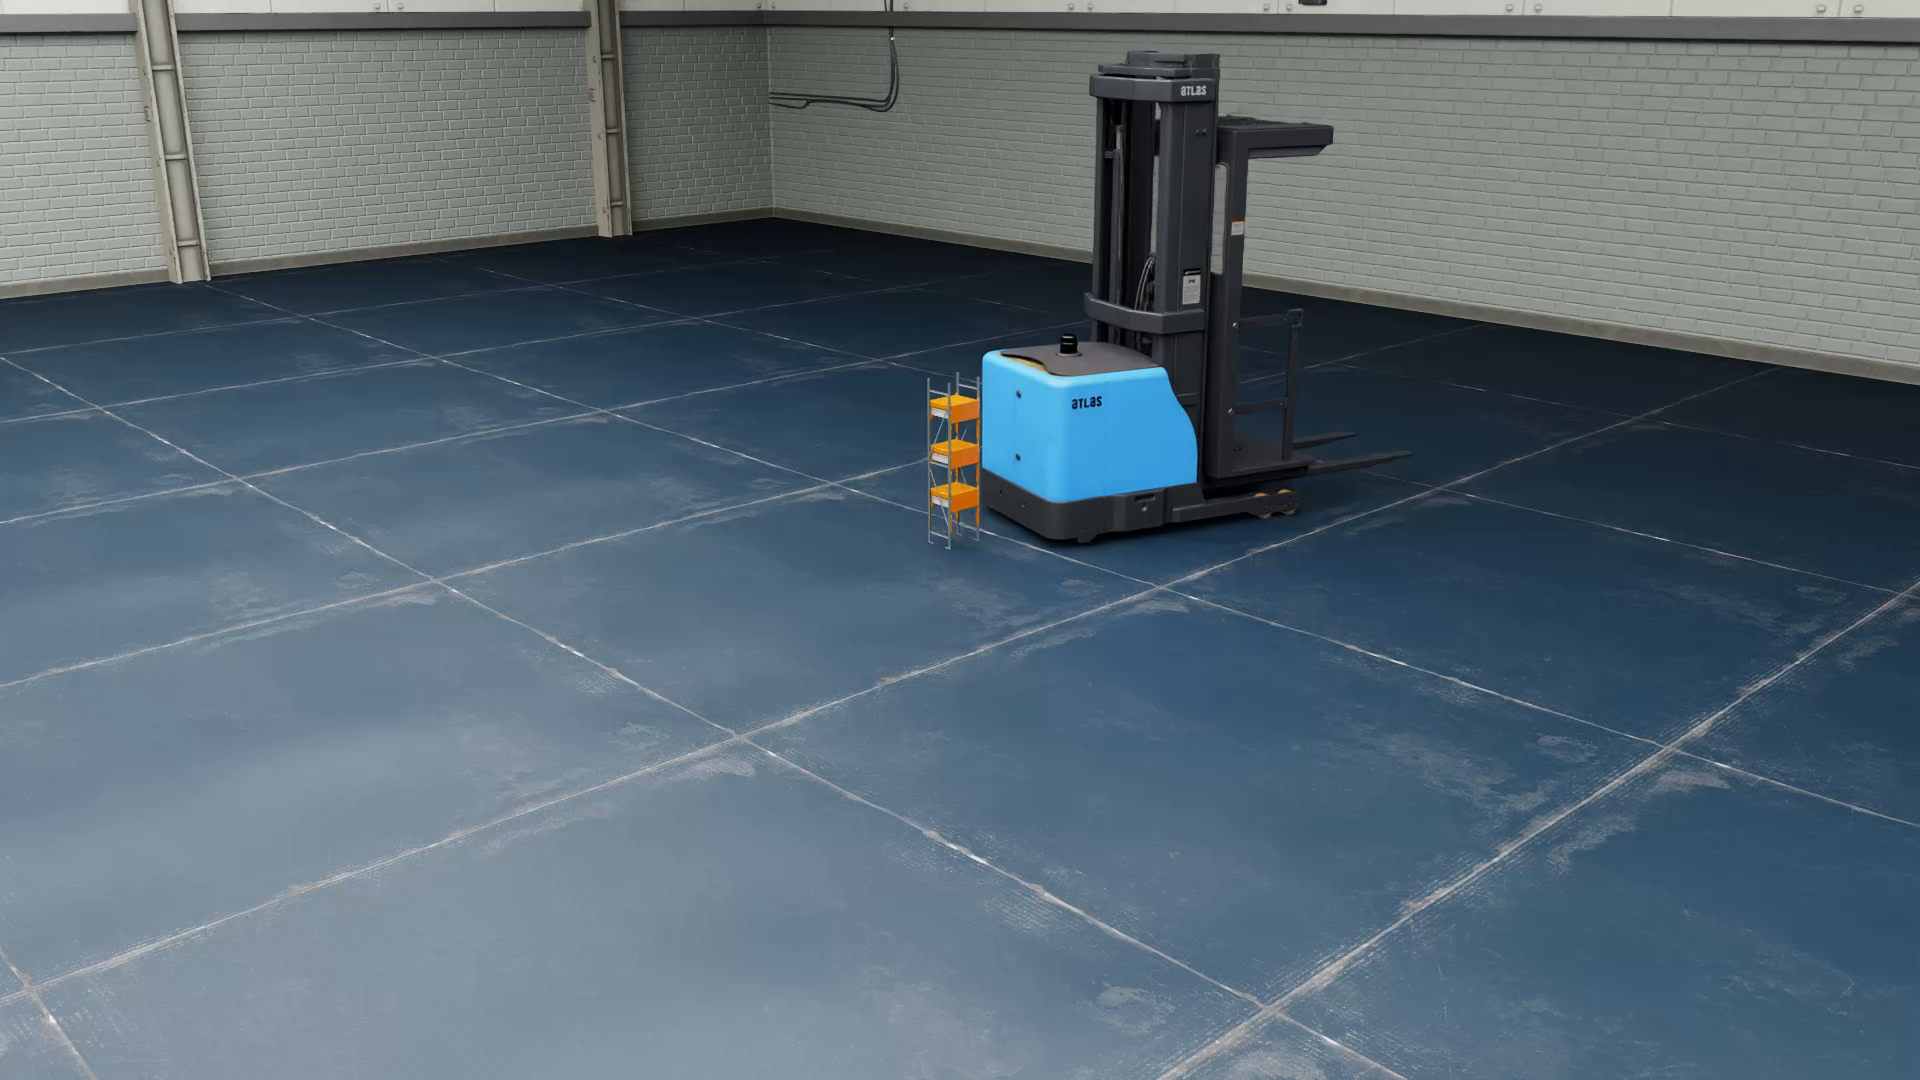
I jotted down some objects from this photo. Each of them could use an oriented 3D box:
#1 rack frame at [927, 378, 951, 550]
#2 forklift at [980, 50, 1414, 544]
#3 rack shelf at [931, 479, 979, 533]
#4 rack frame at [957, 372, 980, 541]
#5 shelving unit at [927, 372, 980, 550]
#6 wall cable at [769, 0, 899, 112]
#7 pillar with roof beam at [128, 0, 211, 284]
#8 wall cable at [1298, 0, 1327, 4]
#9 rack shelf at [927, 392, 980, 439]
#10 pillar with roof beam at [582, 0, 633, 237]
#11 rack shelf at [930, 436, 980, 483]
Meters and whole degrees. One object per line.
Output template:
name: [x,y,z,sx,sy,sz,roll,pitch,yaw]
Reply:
rack frame: [-0.128,-0.462,10.208,0.008,1.050,0.200,-16,24,-41]
forklift: [1.682,-1.670,10.884,3.031,2.935,1.130,-9,20,-26]
rack shelf: [-0.039,-0.214,10.377,0.240,0.259,0.215,-16,24,-41]
rack frame: [0.050,-0.514,10.368,0.008,1.050,0.200,-16,24,-41]
shelving unit: [-0.039,-0.488,10.288,0.252,1.050,0.215,-16,24,-41]
wall cable: [-1.956,-7.562,24.252,0.112,2.526,3.097,-16,24,-41]
pillar with roof beam: [-6.407,-6.475,15.865,0.400,9.000,9.100,-16,24,-41]
wall cable: [4.555,-8.526,16.677,0.169,6.003,2.305,-16,24,-41]
rack shelf: [-0.039,-0.748,10.204,0.240,0.259,0.215,-16,24,-41]
pillar with roof beam: [-2.048,-7.746,19.786,0.400,9.000,9.100,-16,24,-41]
rack shelf: [-0.039,-0.478,10.291,0.240,0.259,0.215,-16,24,-41]
